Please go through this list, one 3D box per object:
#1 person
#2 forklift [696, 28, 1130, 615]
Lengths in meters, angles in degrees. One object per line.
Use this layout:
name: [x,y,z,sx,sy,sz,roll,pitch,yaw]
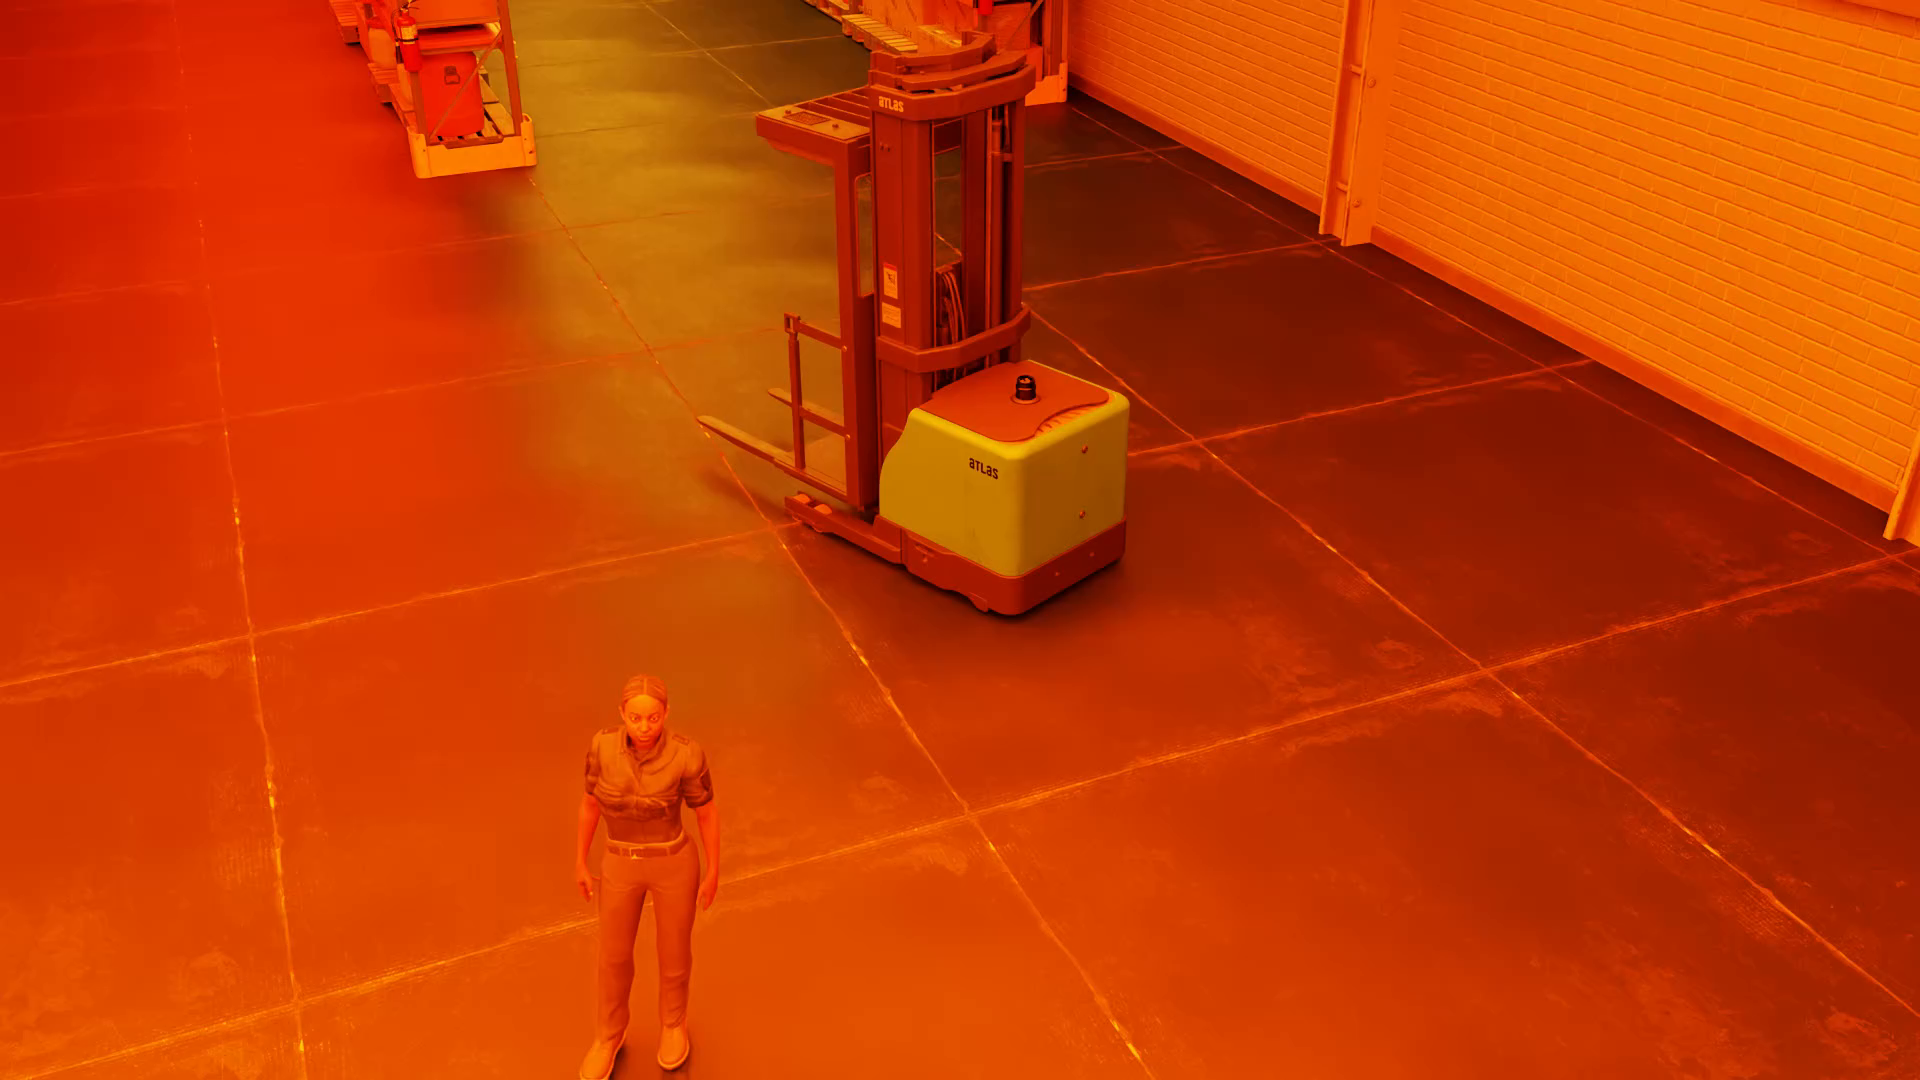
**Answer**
person: [-1.178,1.277,6.173,0.565,1.645,0.501,1,30,3]
forklift: [-0.436,-1.483,9.714,3.031,2.935,1.130,26,39,37]
